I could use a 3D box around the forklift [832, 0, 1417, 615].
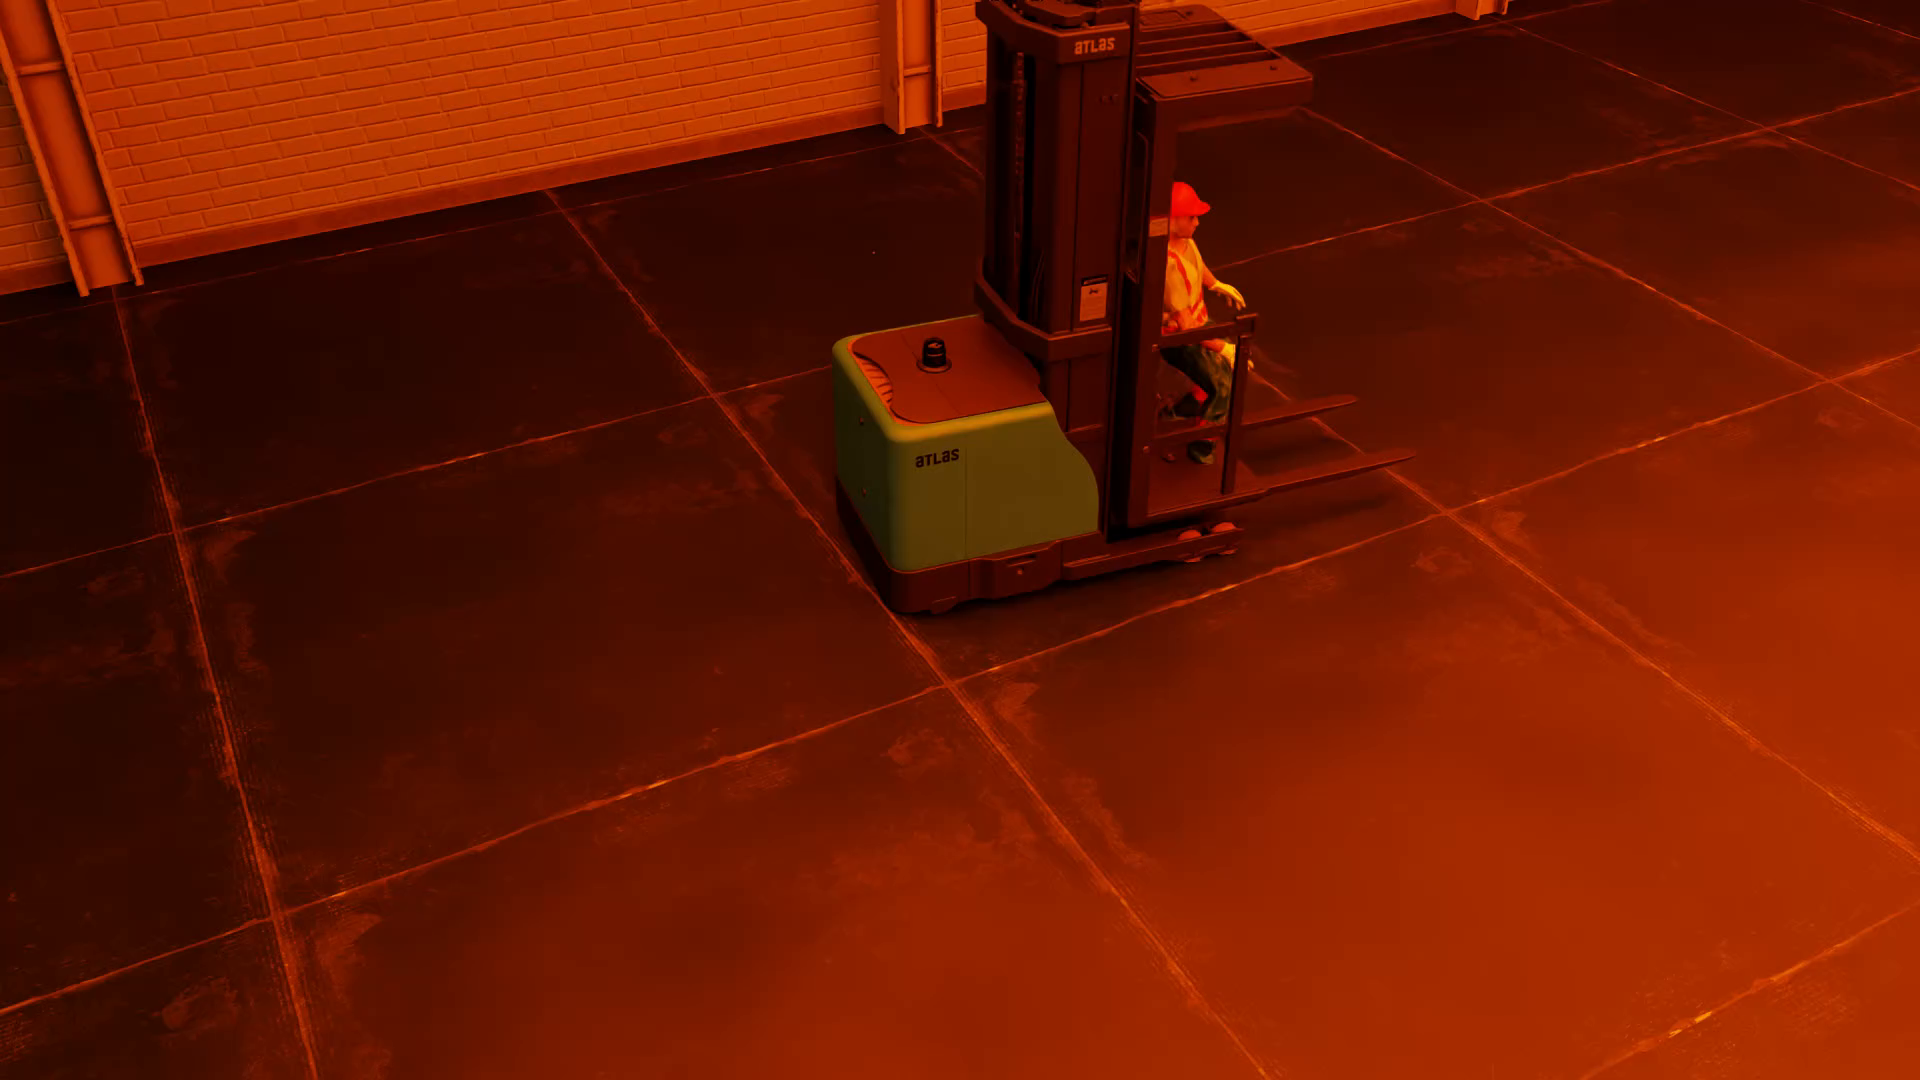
[{"bbox_3d":[0.924,-1.354,8.039,3.031,2.935,1.130,-12,37,-16],"label":"forklift"}]

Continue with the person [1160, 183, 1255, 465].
[{"bbox_3d":[1.257,-1.092,8.606,0.719,1.567,0.836,12,37,17],"label":"person"}]
